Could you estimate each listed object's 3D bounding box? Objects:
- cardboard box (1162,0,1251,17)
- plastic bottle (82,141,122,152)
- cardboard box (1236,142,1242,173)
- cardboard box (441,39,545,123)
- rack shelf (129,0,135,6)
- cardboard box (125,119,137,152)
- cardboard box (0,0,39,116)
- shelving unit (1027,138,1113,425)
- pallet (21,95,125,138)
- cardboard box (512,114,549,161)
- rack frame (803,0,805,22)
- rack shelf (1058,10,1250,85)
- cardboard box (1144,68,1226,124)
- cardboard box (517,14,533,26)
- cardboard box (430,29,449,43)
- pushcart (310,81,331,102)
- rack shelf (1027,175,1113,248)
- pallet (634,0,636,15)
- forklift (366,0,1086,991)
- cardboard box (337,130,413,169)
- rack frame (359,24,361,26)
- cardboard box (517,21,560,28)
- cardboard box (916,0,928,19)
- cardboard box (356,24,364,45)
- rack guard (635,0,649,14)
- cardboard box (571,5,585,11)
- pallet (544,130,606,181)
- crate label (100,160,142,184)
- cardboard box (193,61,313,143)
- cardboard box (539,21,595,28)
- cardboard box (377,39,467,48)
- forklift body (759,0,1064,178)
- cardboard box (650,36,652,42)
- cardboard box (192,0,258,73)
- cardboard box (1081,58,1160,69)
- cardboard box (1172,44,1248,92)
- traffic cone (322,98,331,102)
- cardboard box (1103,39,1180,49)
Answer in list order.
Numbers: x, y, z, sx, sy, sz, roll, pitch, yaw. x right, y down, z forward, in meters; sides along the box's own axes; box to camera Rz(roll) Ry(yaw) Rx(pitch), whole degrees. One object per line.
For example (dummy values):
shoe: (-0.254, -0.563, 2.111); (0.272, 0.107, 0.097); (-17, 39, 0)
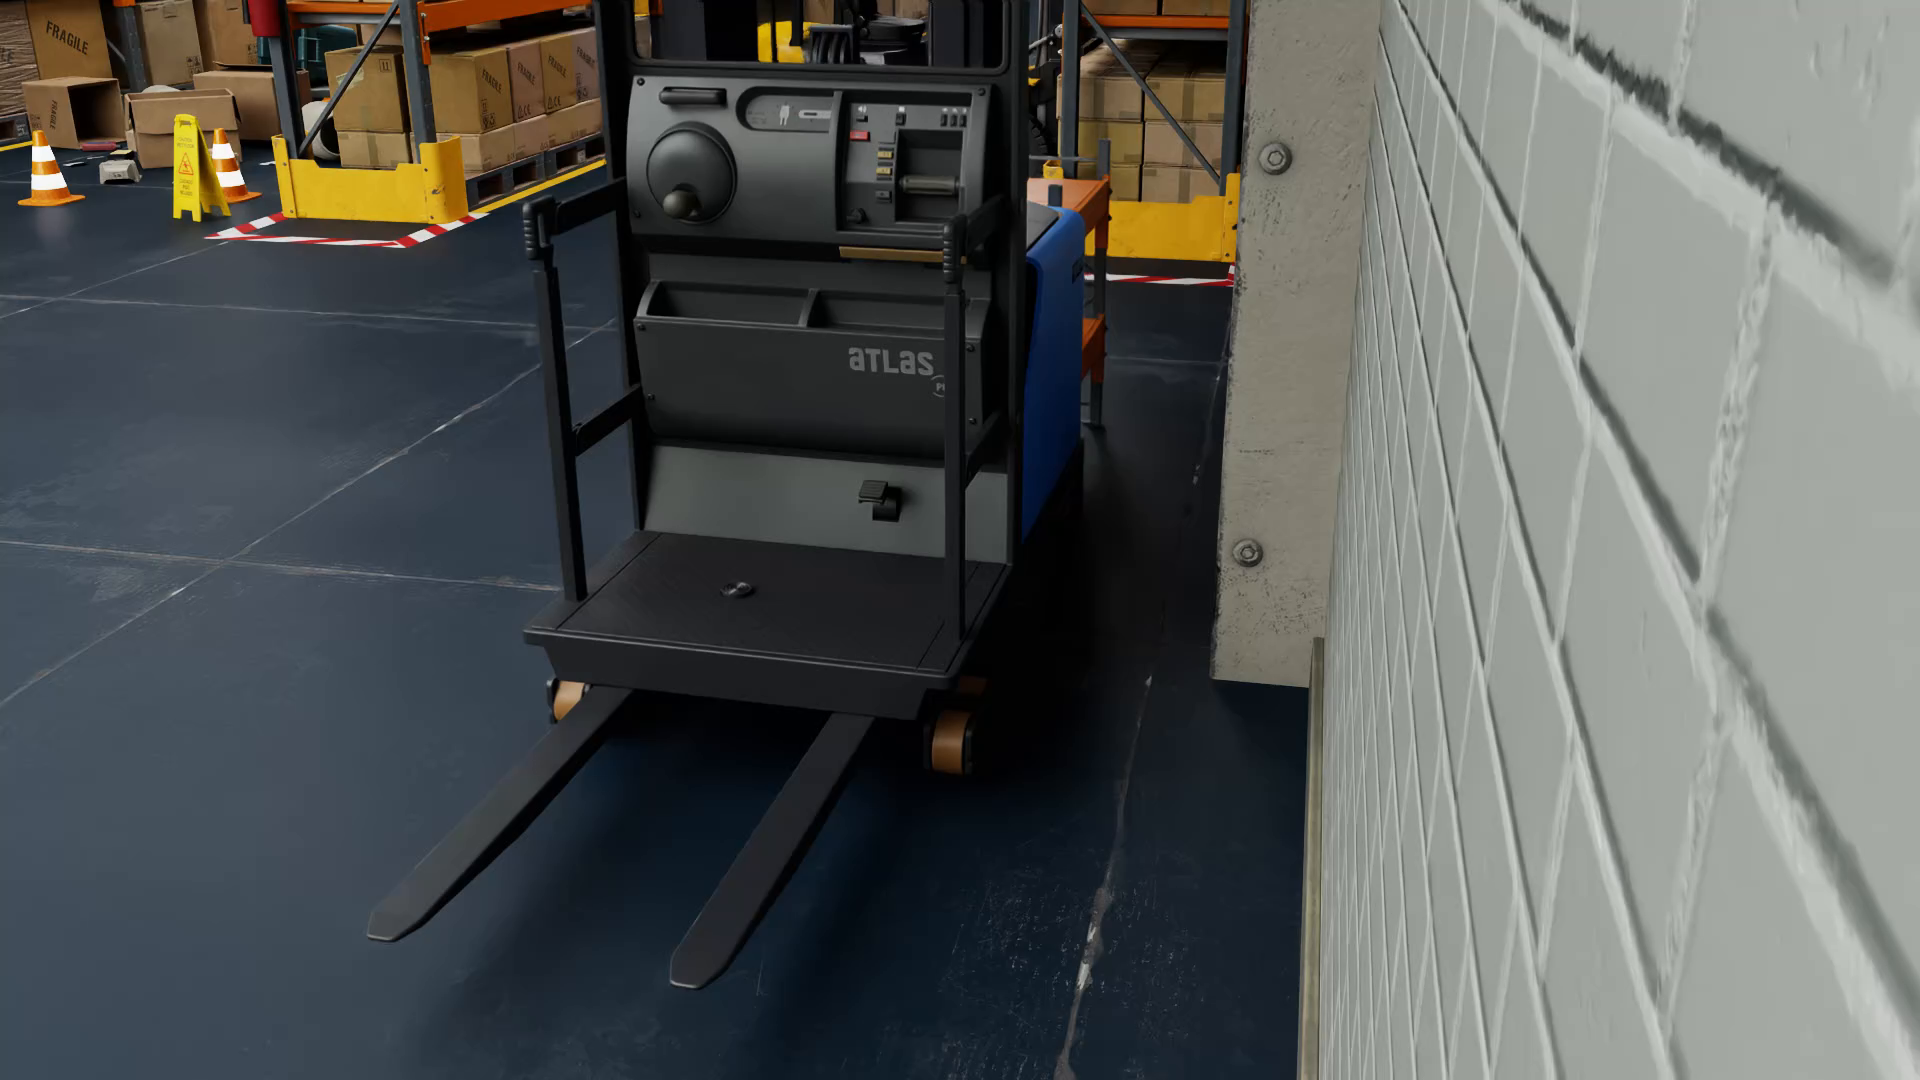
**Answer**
cardboard box: (1.451, -3.286, 9.542); (0.500, 0.500, 0.500); (5, 23, 13)
plastic bottle: (-6.806, -3.129, 13.222); (0.283, 0.061, 0.133); (-3, 22, -8)
cardboard box: (1.499, -2.346, 10.461); (0.500, 0.250, 0.500); (5, 22, 11)
cardboard box: (-3.240, -3.198, 11.572); (0.500, 0.500, 0.500); (4, 22, 9)
rack shelf: (-7.424, -5.657, 16.528); (1.077, 0.370, 4.000); (4, 22, 11)
cardboard box: (-6.380, -3.222, 13.178); (0.396, 0.266, 0.258); (8, 23, 20)
cardboard box: (-8.209, -3.914, 13.518); (0.875, 0.875, 0.875); (5, 22, 11)
shelving unit: (0.205, -0.828, 6.084); (0.538, 1.125, 1.048); (5, 23, 13)
pallet: (-8.064, -3.694, 14.422); (1.003, 0.211, 1.213); (4, 22, 11)
cardboard box: (-3.235, -2.836, 11.677); (0.500, 0.250, 0.500); (5, 23, 13)
rack frame: (-2.150, -6.382, 17.364); (1.000, 3.000, 0.127); (4, 22, 11)
rack shelf: (1.486, -3.477, 11.114); (1.077, 0.370, 4.000); (4, 22, 11)
cardboard box: (1.361, -2.624, 9.812); (0.500, 0.250, 0.500); (4, 22, 10)
cardboard box: (-3.538, -4.063, 12.852); (0.380, 0.149, 0.250); (5, 23, 13)
cardboard box: (-3.810, -3.568, 11.624); (0.380, 0.149, 0.250); (5, 22, 12)
pushcart: (-5.208, -3.858, 14.608); (1.648, 0.377, 0.936); (-3, 22, -8)
rack shelf: (0.205, -1.100, 5.975); (0.538, 0.278, 1.000); (5, 23, 13)
pallet: (-5.600, -8.032, 25.195); (1.003, 0.211, 1.213); (4, 22, 11)
forklift: (-0.431, -0.934, 3.929); (1.130, 2.935, 3.031); (5, 23, 13)
cardboard box: (-3.876, -2.700, 11.342); (0.500, 0.250, 0.500); (4, 22, 11)
rack frame: (-7.016, -6.722, 18.209); (1.000, 3.000, 0.127); (4, 22, 11)
cardboard box: (-3.448, -3.794, 13.054); (0.500, 0.500, 0.500); (5, 23, 13)
cardboard box: (-0.918, -7.400, 22.760); (0.875, 0.438, 0.875); (4, 22, 9)
cardboard box: (-6.622, -5.997, 19.192); (0.500, 0.500, 0.500); (4, 22, 9)
rack guard: (-5.399, -8.461, 25.872); (1.175, 0.500, 0.348); (4, 22, 11)
cardboard box: (-5.586, -7.644, 23.752); (0.380, 0.149, 0.250); (4, 22, 9)
pallet: (-3.315, -2.930, 12.525); (1.003, 0.211, 1.213); (4, 22, 11)
crate label: (-6.013, -2.636, 11.896); (0.250, 0.136, 0.298); (-7, 23, -17)
cardboard box: (-5.719, -3.539, 13.466); (0.797, 0.637, 0.503); (4, 22, 11)
cardboard box: (-2.926, -3.763, 12.977); (0.500, 0.500, 0.500); (5, 22, 12)
cardboard box: (-3.771, -3.227, 11.646); (0.500, 0.500, 0.500); (5, 23, 13)
forklift body: (-0.321, -3.518, 11.389); (2.313, 2.155, 1.214); (4, 22, 11)
cardboard box: (-2.578, -4.605, 15.906); (0.950, 0.372, 0.625); (5, 23, 13)
cardboard box: (-7.593, -4.997, 16.375); (1.050, 0.750, 0.750); (4, 22, 11)
cardboard box: (0.965, -2.842, 10.354); (0.500, 0.250, 0.500); (5, 22, 12)
cardboard box: (1.684, -3.176, 11.183); (0.500, 0.250, 0.500); (4, 22, 10)
traffic cone: (-6.080, -4.458, 15.983); (0.336, 0.463, 0.334); (4, 22, 11)
cardboard box: (1.284, -3.403, 11.748); (0.500, 0.250, 0.500); (5, 23, 13)
